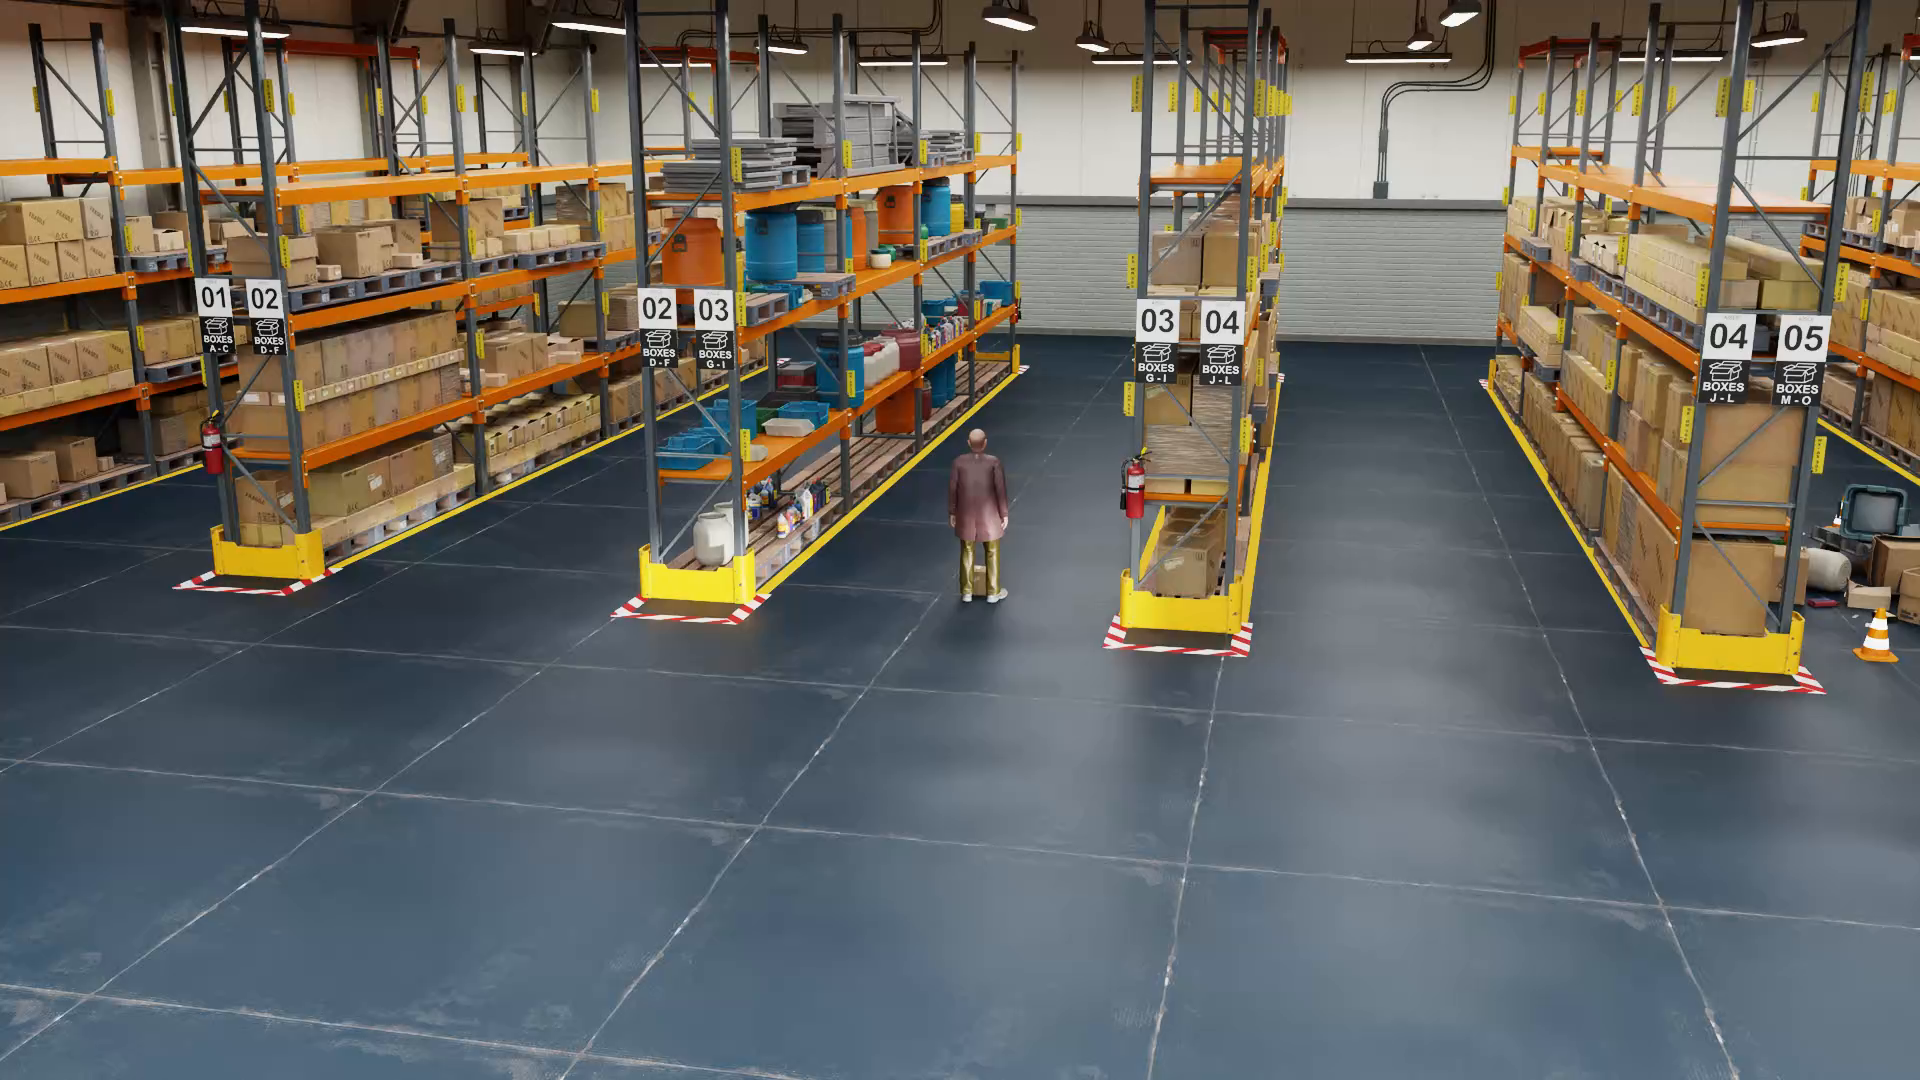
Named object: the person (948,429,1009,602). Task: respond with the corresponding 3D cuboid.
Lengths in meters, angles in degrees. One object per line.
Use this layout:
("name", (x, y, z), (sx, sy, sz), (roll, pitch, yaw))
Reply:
("person", (0.191, -0.251, 17.017), (0.641, 1.773, 0.427), (3, 15, 11))
